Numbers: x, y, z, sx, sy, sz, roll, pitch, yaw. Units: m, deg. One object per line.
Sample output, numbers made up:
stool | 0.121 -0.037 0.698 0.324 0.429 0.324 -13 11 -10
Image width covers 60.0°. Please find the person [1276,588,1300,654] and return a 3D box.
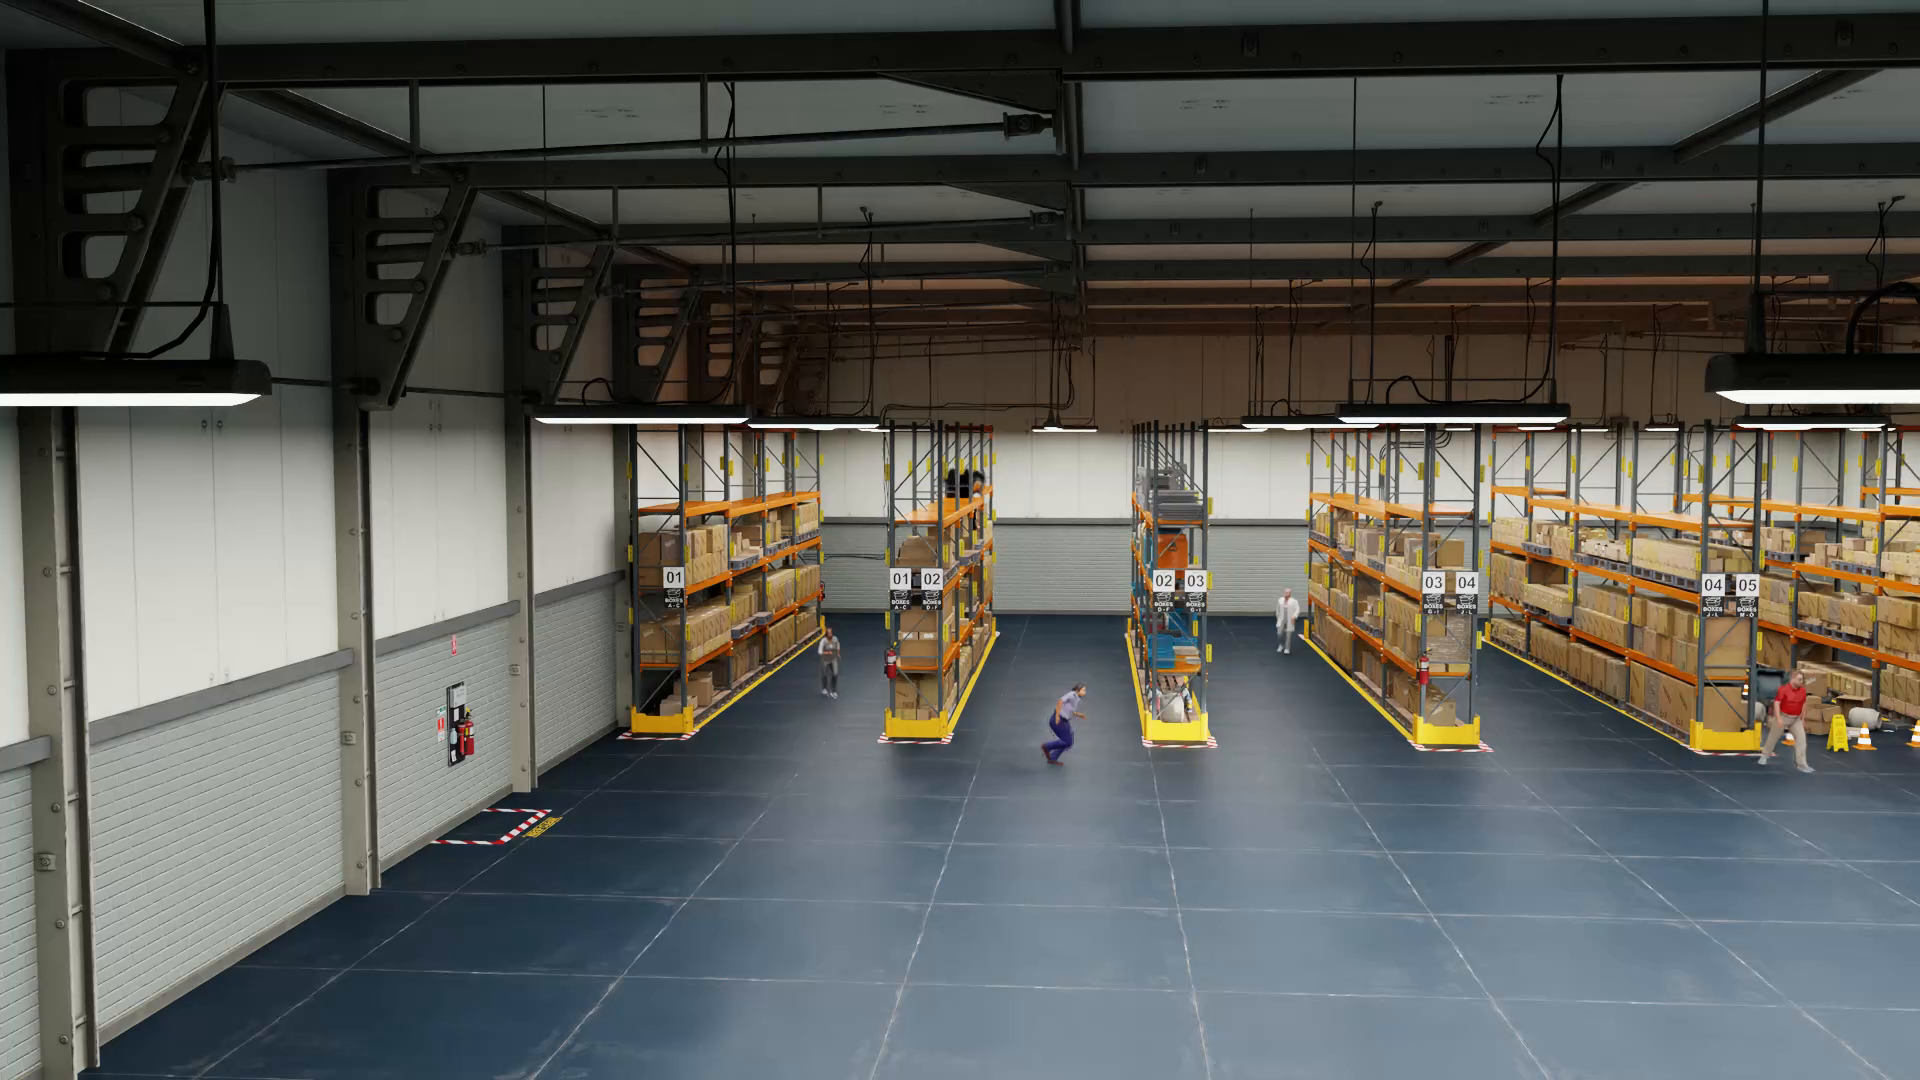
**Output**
person | 8.474 2.121 43.138 0.702 1.721 0.835 1 4 22

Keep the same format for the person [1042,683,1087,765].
person | 1.796 3.192 28.709 0.777 1.453 0.629 1 4 13

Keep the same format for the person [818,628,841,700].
person | -2.837 2.664 36.125 0.541 1.559 0.903 -1 4 -17

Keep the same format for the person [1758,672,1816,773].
person | 14.189 3.080 28.492 0.710 1.684 0.902 -1 4 -11
